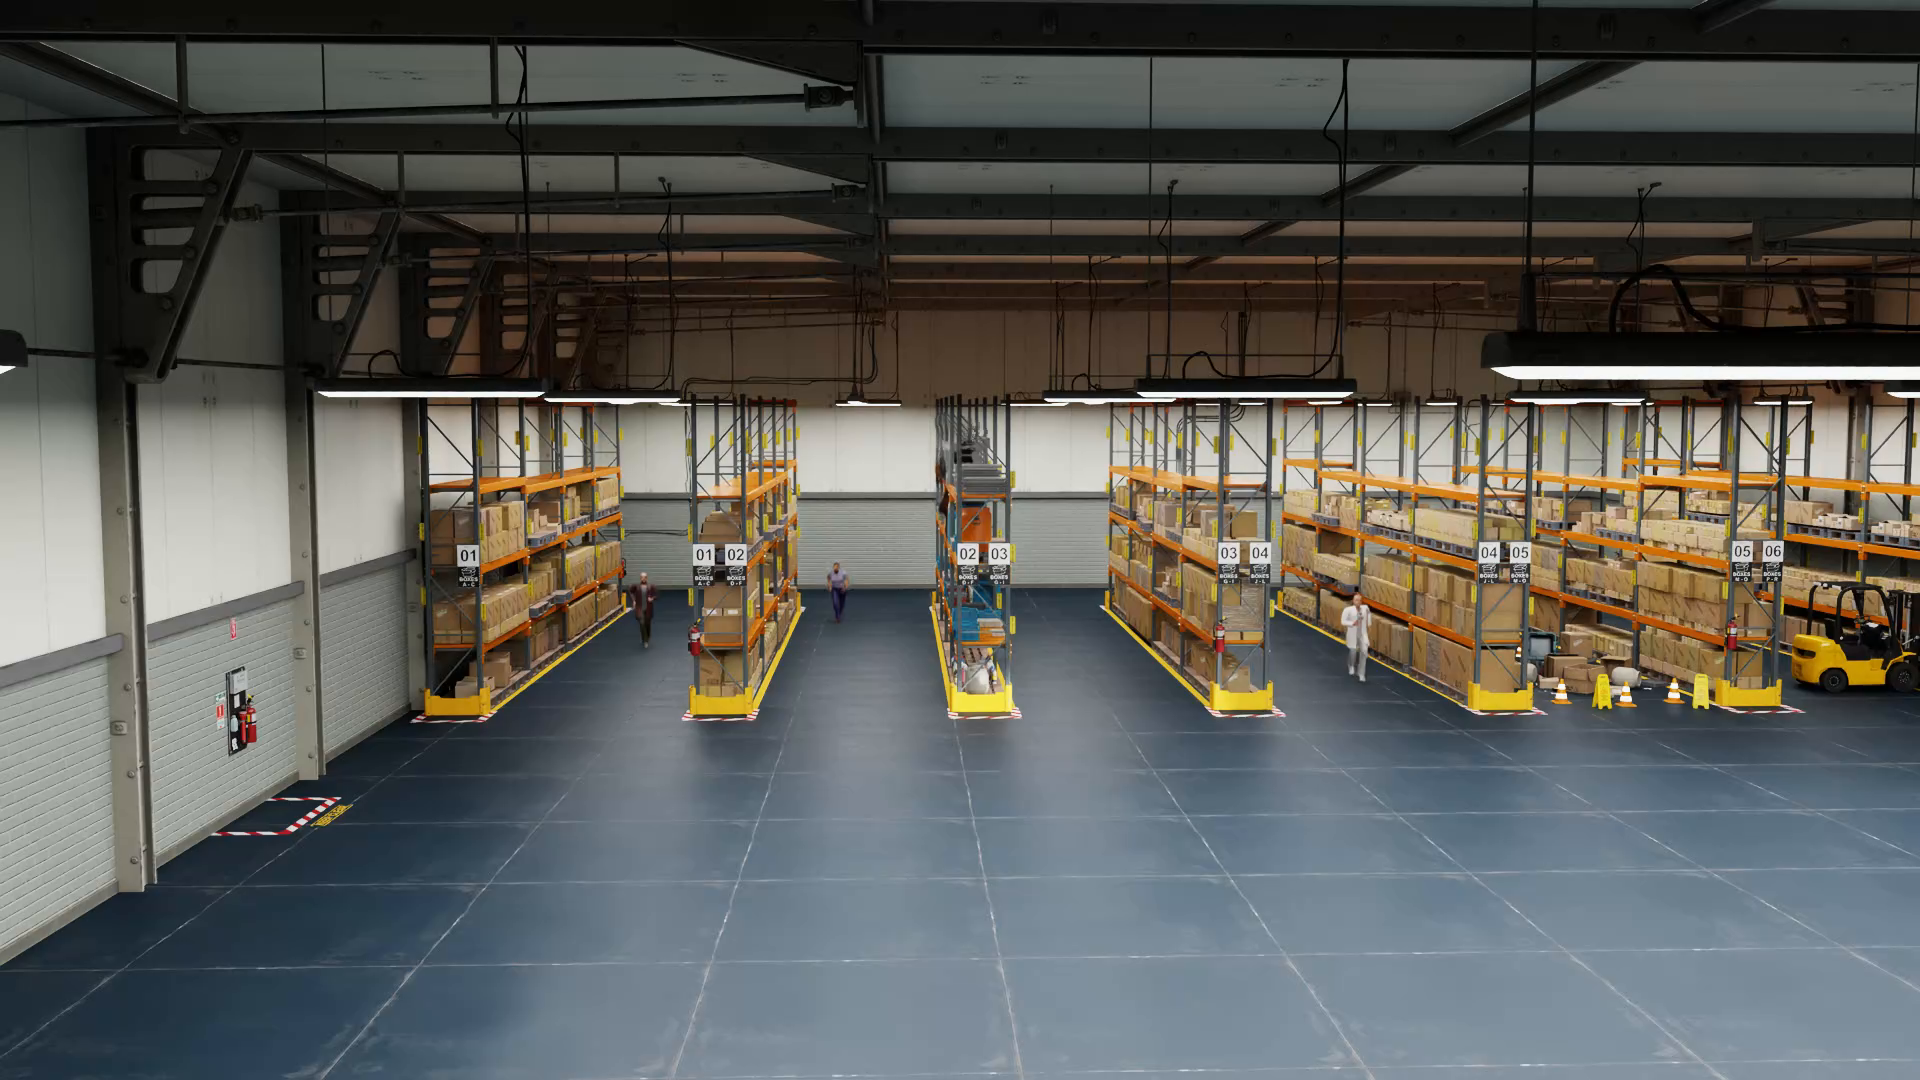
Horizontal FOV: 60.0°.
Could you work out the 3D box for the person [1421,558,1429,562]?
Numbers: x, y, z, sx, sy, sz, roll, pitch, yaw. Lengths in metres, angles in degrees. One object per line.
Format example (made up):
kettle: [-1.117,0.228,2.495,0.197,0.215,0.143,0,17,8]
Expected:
person: [12.290,1.375,43.956,0.679,1.816,0.806,-1,5,-18]

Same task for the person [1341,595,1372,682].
person: [8.414,2.128,35.346,0.741,1.758,0.944,0,5,-6]

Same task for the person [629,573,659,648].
person: [-7.619,1.670,40.108,0.716,1.783,0.962,-1,5,-13]

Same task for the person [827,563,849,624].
person: [-3.291,1.416,44.872,0.605,1.648,0.937,0,5,-4]
